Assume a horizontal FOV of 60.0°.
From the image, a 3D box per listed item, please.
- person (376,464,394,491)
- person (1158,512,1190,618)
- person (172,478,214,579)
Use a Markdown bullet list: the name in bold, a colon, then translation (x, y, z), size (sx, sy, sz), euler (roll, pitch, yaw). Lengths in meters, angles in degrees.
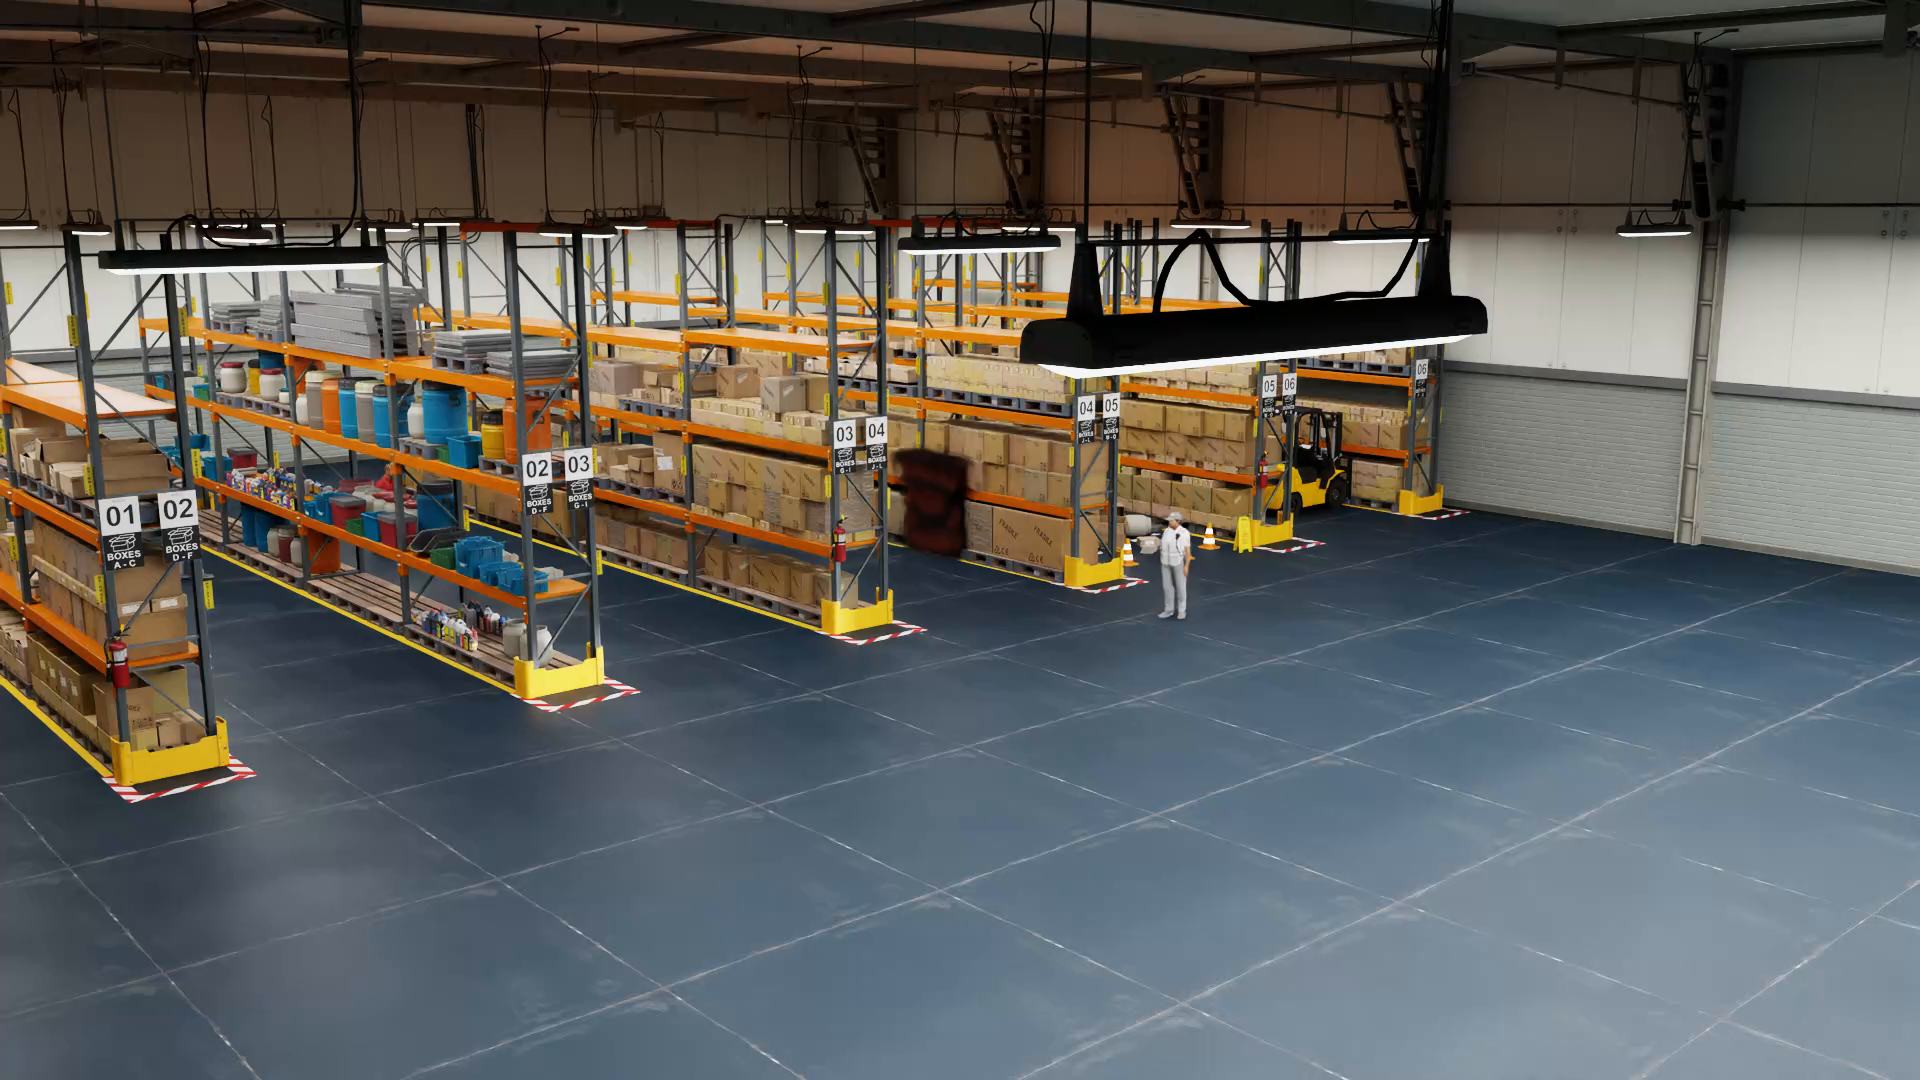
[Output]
- **person**: translation (-10.408, -0.549, 30.307), size (1.031, 1.674, 0.509), euler (10, 15, 40)
- **person**: translation (3.316, 0.400, 25.748), size (0.526, 1.697, 0.400), euler (7, 14, 32)
- **person**: translation (-13.192, -0.206, 28.450), size (0.590, 1.751, 0.565), euler (-8, 14, -34)
